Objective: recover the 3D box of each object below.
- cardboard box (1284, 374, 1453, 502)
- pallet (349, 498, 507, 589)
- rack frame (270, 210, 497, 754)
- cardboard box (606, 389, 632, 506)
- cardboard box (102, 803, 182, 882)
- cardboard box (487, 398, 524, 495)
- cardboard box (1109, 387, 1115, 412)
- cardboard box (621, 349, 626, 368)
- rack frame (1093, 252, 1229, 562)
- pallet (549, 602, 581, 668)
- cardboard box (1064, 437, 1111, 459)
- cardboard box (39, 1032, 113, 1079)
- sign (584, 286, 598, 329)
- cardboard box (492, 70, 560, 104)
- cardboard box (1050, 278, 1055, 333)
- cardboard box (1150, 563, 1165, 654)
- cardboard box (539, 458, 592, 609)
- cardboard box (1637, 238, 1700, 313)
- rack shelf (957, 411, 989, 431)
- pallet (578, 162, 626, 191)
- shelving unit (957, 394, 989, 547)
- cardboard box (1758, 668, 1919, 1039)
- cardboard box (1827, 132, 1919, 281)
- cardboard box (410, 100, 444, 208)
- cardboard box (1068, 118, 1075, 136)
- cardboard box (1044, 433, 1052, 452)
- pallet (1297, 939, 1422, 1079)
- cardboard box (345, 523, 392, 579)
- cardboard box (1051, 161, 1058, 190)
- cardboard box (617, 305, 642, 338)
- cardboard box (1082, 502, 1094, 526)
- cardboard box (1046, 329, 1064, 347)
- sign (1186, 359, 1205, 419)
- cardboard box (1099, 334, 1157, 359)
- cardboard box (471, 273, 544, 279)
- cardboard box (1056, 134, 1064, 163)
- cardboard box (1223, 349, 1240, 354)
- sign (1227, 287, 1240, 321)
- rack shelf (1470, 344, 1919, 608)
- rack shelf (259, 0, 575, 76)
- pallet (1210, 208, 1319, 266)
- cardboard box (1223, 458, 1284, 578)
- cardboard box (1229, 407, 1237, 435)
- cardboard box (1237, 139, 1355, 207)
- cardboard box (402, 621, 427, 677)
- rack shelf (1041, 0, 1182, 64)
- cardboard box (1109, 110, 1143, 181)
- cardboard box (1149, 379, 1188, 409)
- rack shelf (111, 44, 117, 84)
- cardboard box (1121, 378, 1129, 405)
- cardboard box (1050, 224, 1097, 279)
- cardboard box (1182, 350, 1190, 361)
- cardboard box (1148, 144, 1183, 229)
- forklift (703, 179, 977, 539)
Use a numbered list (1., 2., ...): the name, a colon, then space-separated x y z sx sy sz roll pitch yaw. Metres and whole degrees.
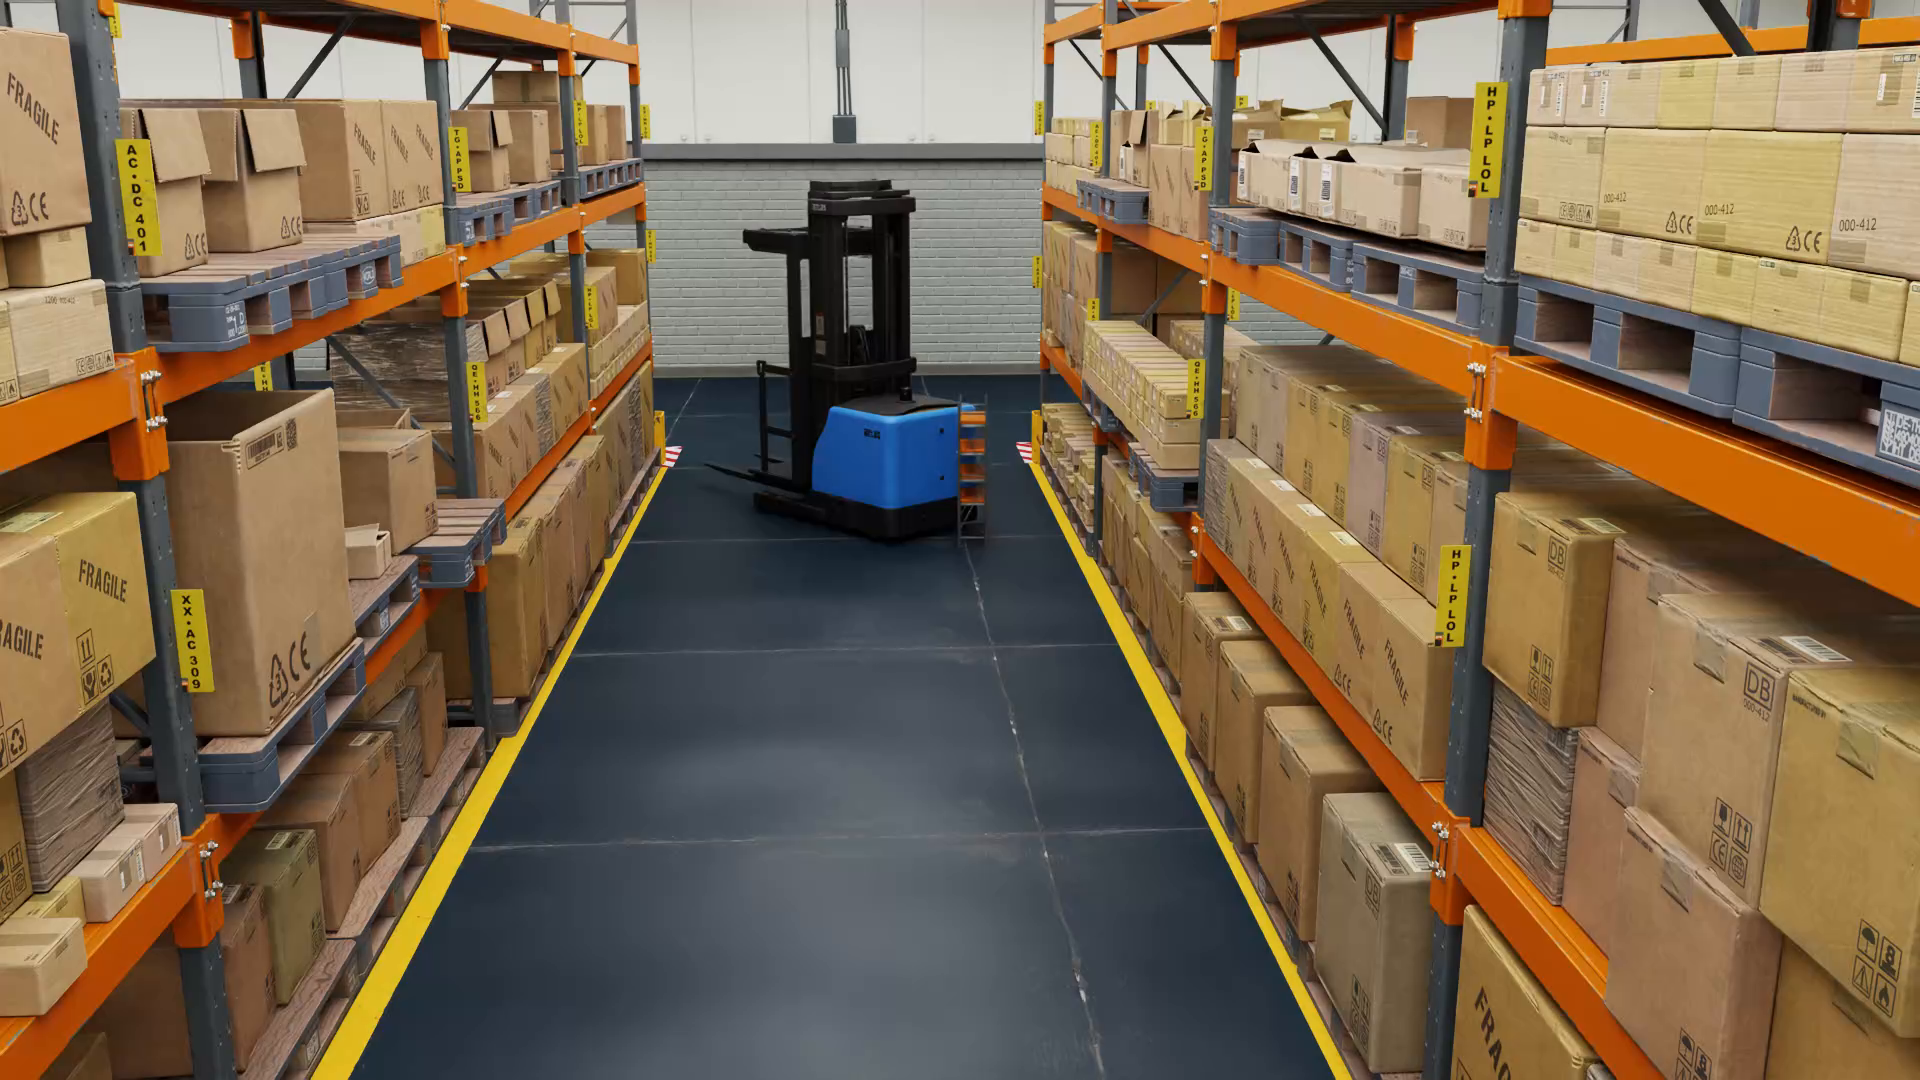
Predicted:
1. cardboard box: 1.909 -0.476 7.648 0.700 0.500 0.500 -1 14 -4
2. pallet: -2.981 0.012 8.345 1.213 0.211 1.003 -1 14 -3
3. rack frame: -3.132 -0.257 9.004 1.000 3.000 0.127 -1 14 -3
4. cardboard box: -3.396 -0.815 14.595 0.875 0.875 0.875 -1 14 -3
5. cardboard box: -2.577 0.909 4.979 0.380 0.149 0.250 -1 14 -3
6. cardboard box: -2.925 -0.558 9.976 0.500 0.500 0.500 -1 14 -5
7. cardboard box: 1.229 -0.955 11.379 0.380 0.149 0.250 -1 14 -4
8. cardboard box: -3.164 -1.596 14.714 0.380 0.149 0.250 -1 14 -5
9. rack frame: 1.577 -1.303 13.070 1.000 3.000 0.127 -1 14 -3
10. pallet: -3.178 0.594 11.294 1.003 0.211 1.213 -1 14 -3
11. cardboard box: 1.141 -0.821 14.884 0.380 0.149 0.250 -1 14 -5
12. cardboard box: -2.899 1.845 5.008 0.500 0.500 0.500 -1 14 -5
13. sign: -2.839 -1.785 12.778 0.100 0.325 0.005 -1 14 -3
14. cardboard box: -3.431 -3.601 13.235 0.500 0.250 0.500 -2 15 -7
15. cardboard box: 1.140 -2.241 15.921 0.500 0.500 0.500 -1 14 -3
16. cardboard box: 1.495 0.410 10.585 0.500 0.500 0.500 0 14 -1
17. cardboard box: -3.264 -0.045 11.602 1.225 0.875 0.875 -1 14 -5
18. cardboard box: 1.803 -0.612 3.824 0.380 0.149 0.250 -1 14 -4
19. rack shelf: 0.108 -0.963 13.785 0.258 0.148 0.480 0 14 1
20. pallet: -3.492 -3.167 14.475 1.003 0.211 1.213 -1 14 -3
21. shelving unit: 0.108 -0.583 13.883 0.258 1.200 0.503 0 14 1
22. cardboard box: 2.148 0.587 3.259 0.875 0.550 0.500 -1 14 -3
23. cardboard box: 1.920 -0.586 2.927 0.500 0.250 0.500 -1 14 -3
24. cardboard box: -2.853 -1.885 8.109 0.500 0.500 0.500 -1 14 -2
25. cardboard box: 1.143 -3.576 14.381 0.380 0.149 0.250 -1 14 -4
26. cardboard box: 1.042 -0.985 16.714 0.380 0.149 0.250 -1 14 -2
27. pallet: 1.950 1.846 6.426 1.003 0.211 1.213 -1 14 -3
28. cardboard box: -2.759 0.016 7.373 0.396 0.266 0.258 -1 14 -5
29. cardboard box: 1.130 -3.431 15.623 0.500 0.250 0.500 0 14 -2
30. cardboard box: -3.302 -2.075 15.775 0.500 0.250 0.500 -1 14 -4
31. cardboard box: 1.213 -0.218 13.732 0.380 0.149 0.250 -1 14 -3
32. cardboard box: 1.043 -1.960 16.128 0.380 0.149 0.250 -1 14 -5
33. sign: 1.284 -0.820 9.028 0.100 0.325 0.005 -1 14 -3
34. cardboard box: 1.192 -1.372 11.808 0.380 0.149 0.250 -1 14 -4
35. cardboard box: -3.702 -1.921 13.671 0.500 0.500 0.500 -1 14 -3
36. cardboard box: 1.150 -3.551 15.086 0.500 0.250 0.500 -1 14 -3
37. cardboard box: 1.895 -1.185 11.079 0.380 0.149 0.250 -1 14 -4
38. sign: 2.131 -1.873 12.963 0.100 0.325 0.005 -1 14 -3
39. rack shelf: 2.197 0.080 3.120 1.077 0.370 4.000 -1 14 -3
40. rack shelf: -3.256 -3.117 10.329 1.077 0.370 4.000 -1 14 -3
41. pallet: 1.918 -1.510 8.234 1.213 0.211 1.003 0 14 -1
42. cardboard box: 1.618 -0.114 8.250 0.500 0.500 0.500 -1 14 -4
43. cardboard box: 1.928 -0.771 10.665 0.380 0.149 0.250 0 14 -2
44. cardboard box: 1.650 -1.786 8.063 0.500 0.311 0.500 -1 14 -3
45. cardboard box: -3.060 0.544 8.521 0.500 0.250 0.500 0 14 -1
46. rack shelf: 1.453 -4.356 14.346 1.077 0.370 4.000 -1 14 -3
47. cardboard box: 1.491 -2.911 12.259 0.700 0.500 0.500 -1 14 -3
48. cardboard box: 1.324 -0.855 9.798 0.380 0.149 0.250 -1 14 -4
49. rack shelf: -8.447 -4.036 13.898 1.077 0.370 4.000 -1 14 -3
50. cardboard box: 1.258 -0.970 10.843 0.380 0.149 0.250 -1 14 -2
51. cardboard box: 1.130 -2.733 15.825 0.500 0.500 0.500 0 14 -2
52. cardboard box: 1.829 -1.305 12.145 0.380 0.149 0.250 0 14 -1
53. cardboard box: 1.465 -2.196 10.320 0.500 0.500 0.500 -1 14 -3
54. forklift: -1.216 -1.727 14.858 1.130 2.935 3.031 -13 19 -41
